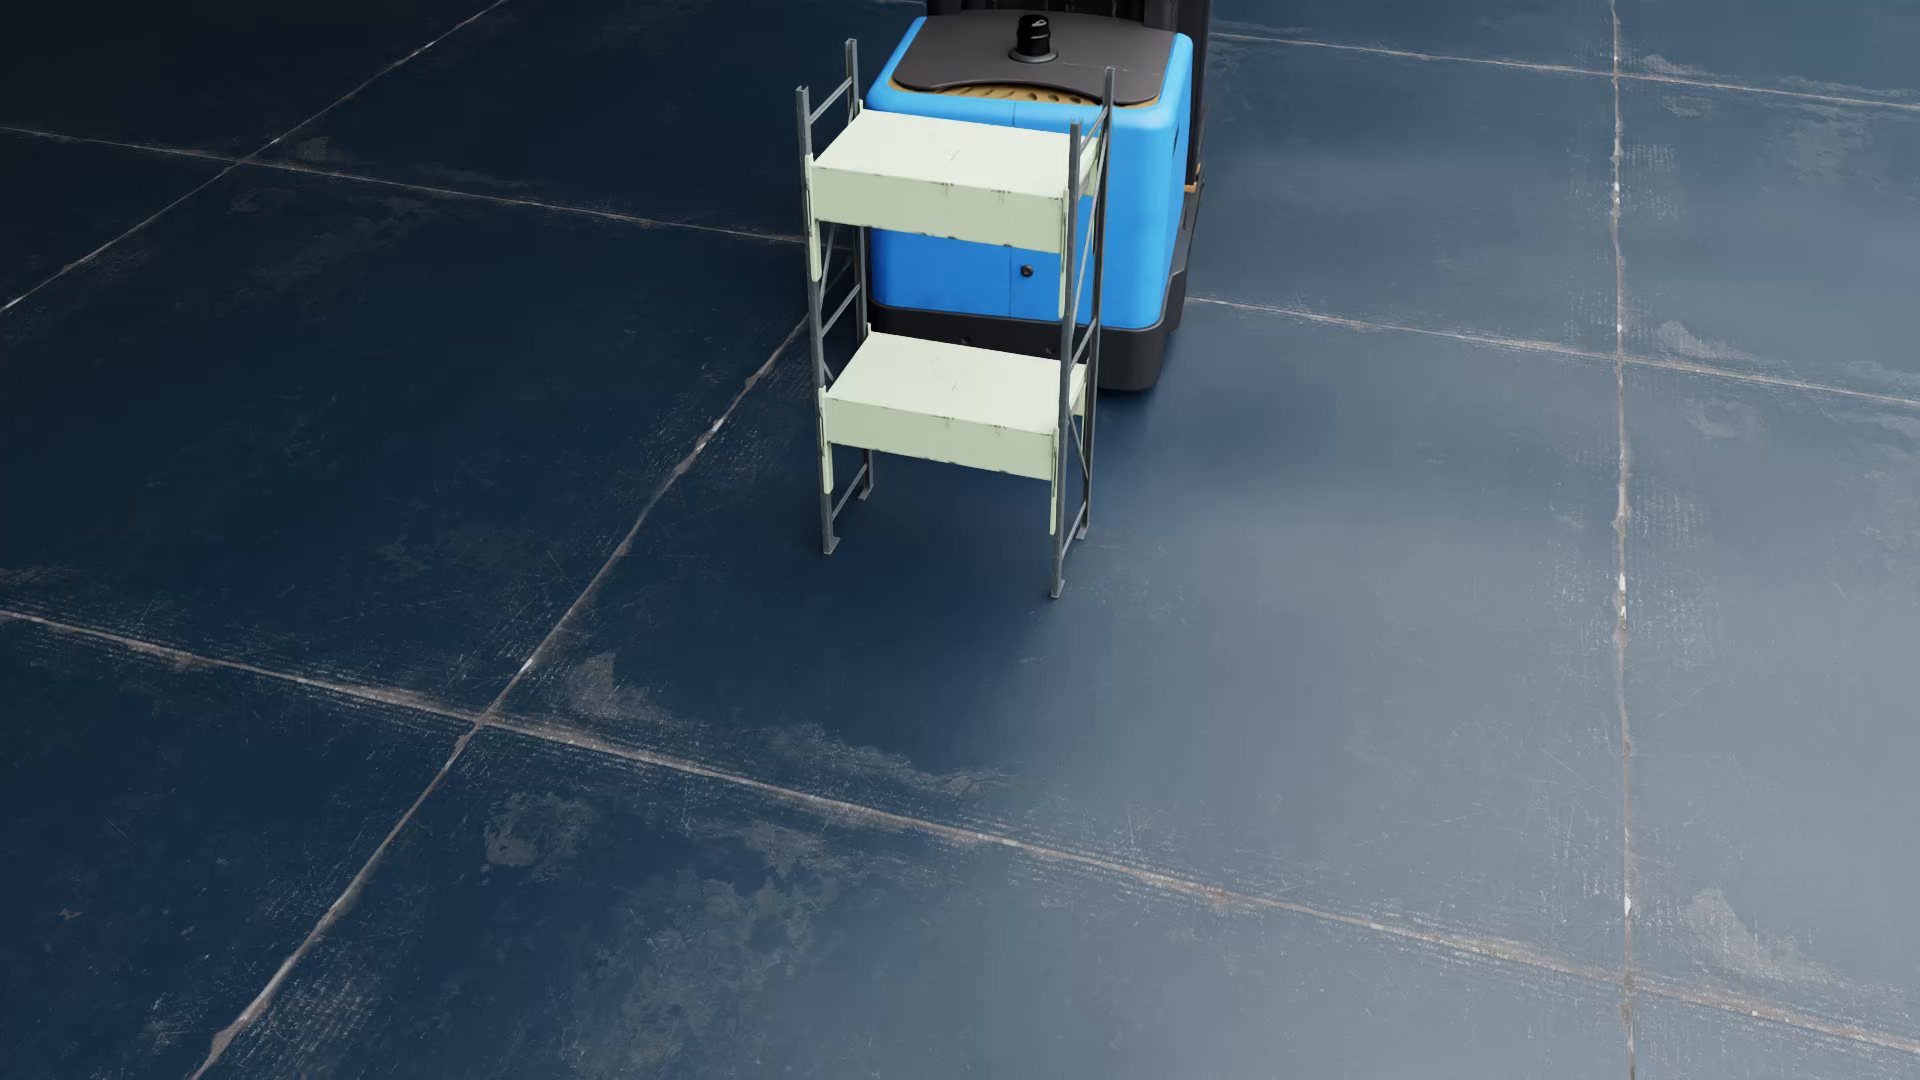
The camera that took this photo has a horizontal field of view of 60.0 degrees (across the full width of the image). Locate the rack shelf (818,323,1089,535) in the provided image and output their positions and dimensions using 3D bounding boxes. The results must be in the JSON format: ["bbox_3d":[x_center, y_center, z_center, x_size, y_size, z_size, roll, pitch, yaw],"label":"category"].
[{"bbox_3d":[-0.006,-0.343,5.000,0.720,0.370,0.431,10,38,14],"label":"rack shelf"}]

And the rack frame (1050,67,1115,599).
[{"bbox_3d":[0.343,-0.541,4.719,0.023,1.500,0.400,10,38,14],"label":"rack frame"}]

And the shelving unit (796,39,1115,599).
[{"bbox_3d":[-0.006,-0.605,4.807,0.755,1.500,0.431,10,38,14],"label":"shelving unit"}]

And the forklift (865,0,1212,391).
[{"bbox_3d":[0.461,-2.575,6.276,1.130,2.935,3.031,7,37,9],"label":"forklift"}]

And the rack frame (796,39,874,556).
[{"bbox_3d":[-0.356,-0.670,4.895,0.023,1.500,0.400,10,38,14],"label":"rack frame"}]

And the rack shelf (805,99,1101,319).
[{"bbox_3d":[-0.006,-0.919,4.576,0.720,0.370,0.431,10,38,14],"label":"rack shelf"}]
